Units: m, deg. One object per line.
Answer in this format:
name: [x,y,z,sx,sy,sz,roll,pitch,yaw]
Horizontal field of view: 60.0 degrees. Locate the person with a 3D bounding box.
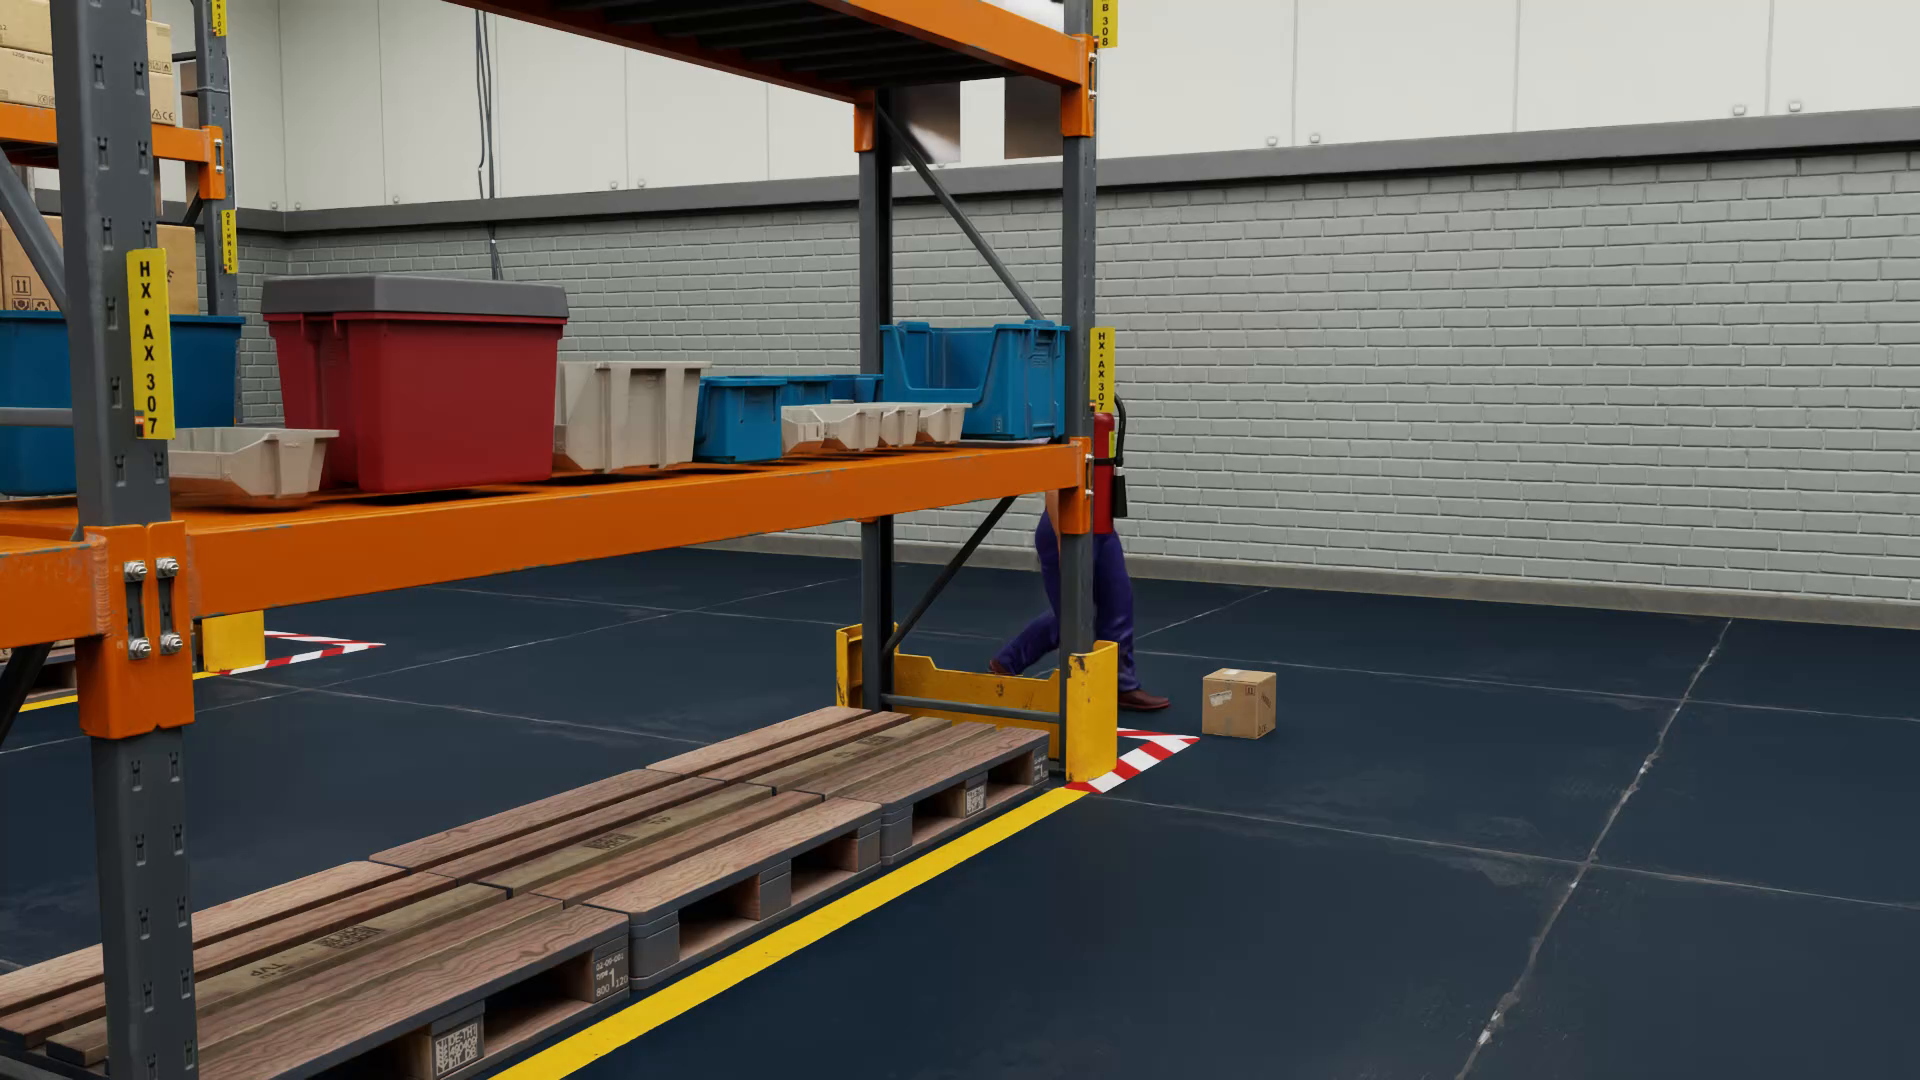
person: [0.549,-0.017,7.667,0.818,1.601,0.524,3,7,27]
